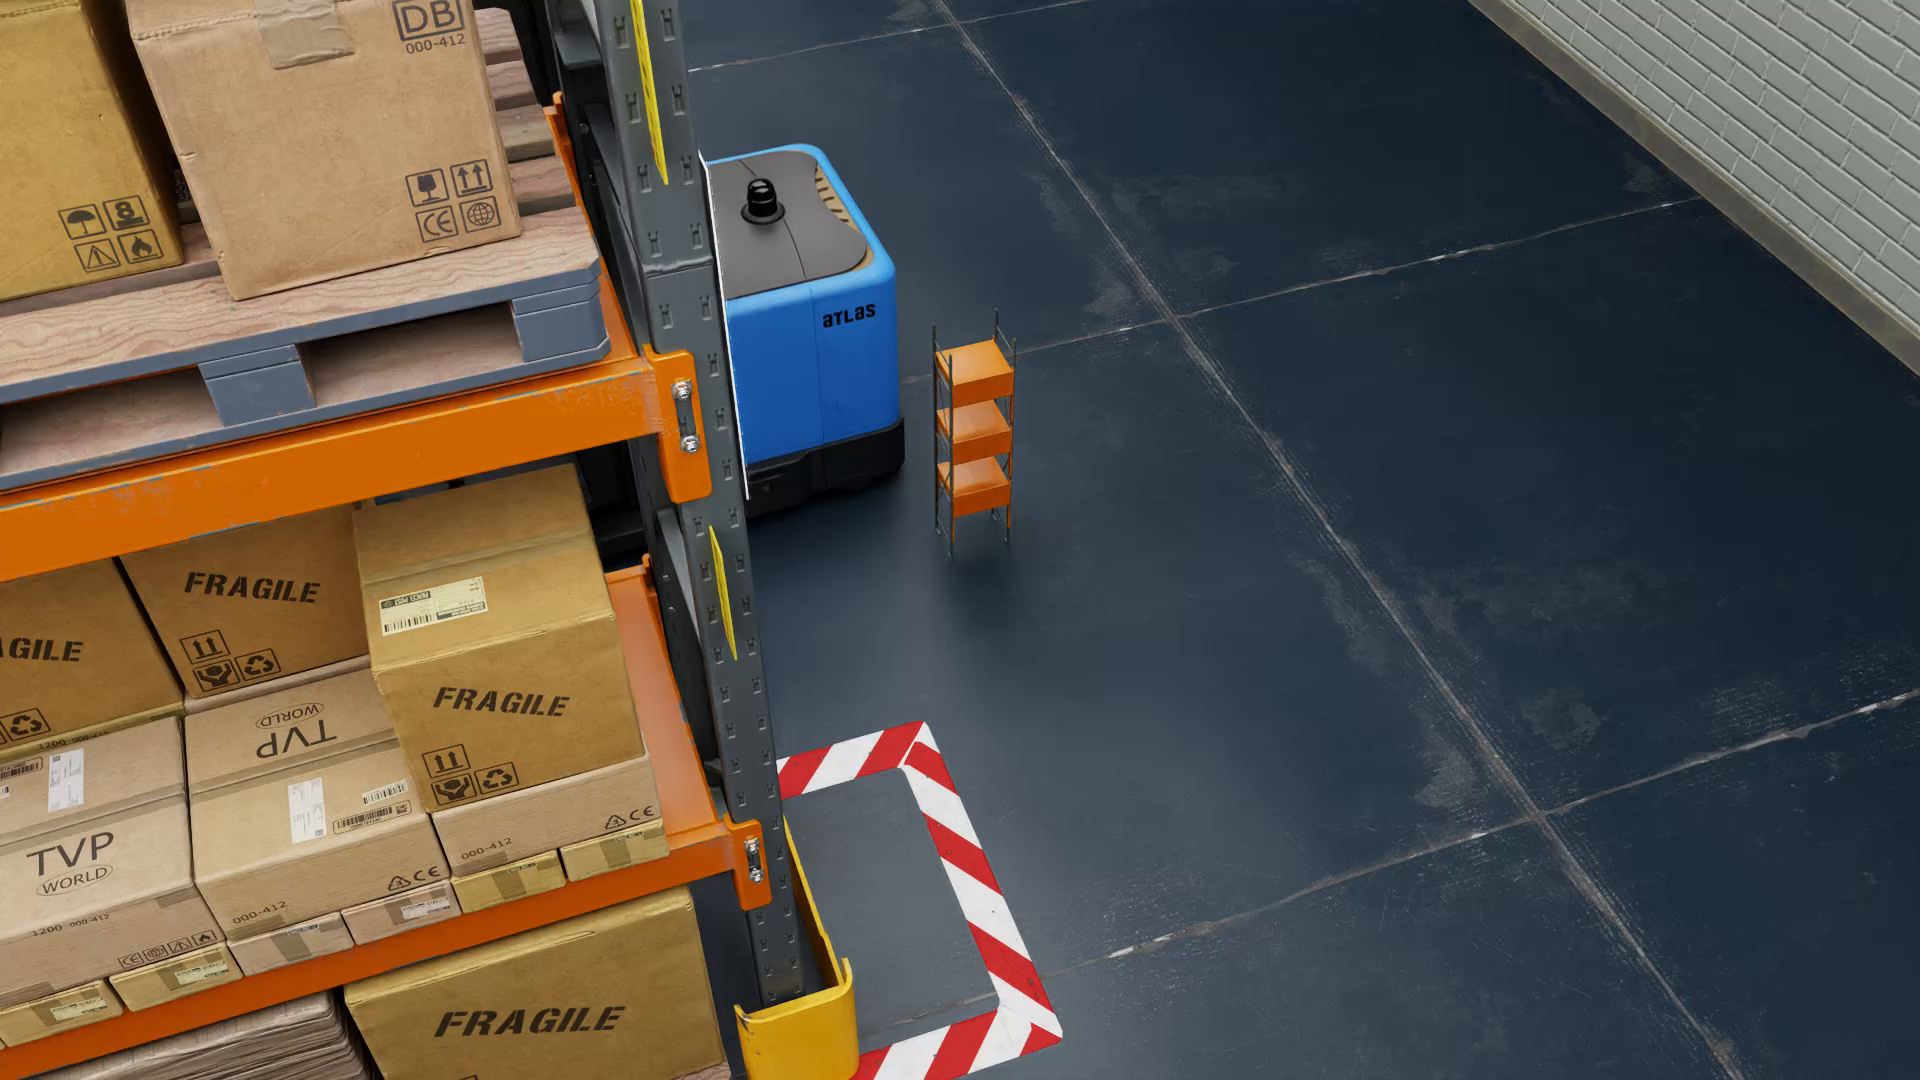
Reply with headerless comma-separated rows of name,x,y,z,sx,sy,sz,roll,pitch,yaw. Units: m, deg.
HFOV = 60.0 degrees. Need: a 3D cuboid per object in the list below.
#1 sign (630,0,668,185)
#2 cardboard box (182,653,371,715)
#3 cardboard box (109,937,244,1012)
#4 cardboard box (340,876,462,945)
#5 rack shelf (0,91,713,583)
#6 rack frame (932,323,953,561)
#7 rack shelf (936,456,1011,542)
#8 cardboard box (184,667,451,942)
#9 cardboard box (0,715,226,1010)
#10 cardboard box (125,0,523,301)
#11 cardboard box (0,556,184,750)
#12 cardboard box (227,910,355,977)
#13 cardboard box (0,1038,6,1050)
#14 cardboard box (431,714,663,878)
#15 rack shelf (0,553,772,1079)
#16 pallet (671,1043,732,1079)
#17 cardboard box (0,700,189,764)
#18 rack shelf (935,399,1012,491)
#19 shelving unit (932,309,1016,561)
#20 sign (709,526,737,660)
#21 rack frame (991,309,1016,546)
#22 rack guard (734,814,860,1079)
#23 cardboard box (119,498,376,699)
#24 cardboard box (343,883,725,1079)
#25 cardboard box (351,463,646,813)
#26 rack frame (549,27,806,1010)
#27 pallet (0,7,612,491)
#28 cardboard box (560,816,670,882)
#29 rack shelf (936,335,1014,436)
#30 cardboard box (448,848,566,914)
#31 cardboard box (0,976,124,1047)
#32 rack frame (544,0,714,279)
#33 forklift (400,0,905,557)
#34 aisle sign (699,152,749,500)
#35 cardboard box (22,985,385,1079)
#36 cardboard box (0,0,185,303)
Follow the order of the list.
sign,-0.503,-0.736,2.679,0.005,0.325,0.100,-14,47,-14
cardboard box,-1.704,0.255,4.274,0.500,0.250,0.500,-15,47,-14
cardboard box,-1.858,0.883,3.930,0.250,0.149,0.380,-15,47,-15
cardboard box,-1.379,0.760,4.053,0.250,0.149,0.380,-14,47,-14
rack shelf,-2.556,-0.082,3.104,4.000,0.370,1.077,-14,47,-14
rack frame,-0.064,-0.354,6.362,0.008,1.050,0.200,-14,47,-14
rack shelf,0.050,-0.180,6.595,0.240,0.259,0.215,-14,47,-14
cardboard box,-1.518,0.605,3.925,0.500,0.250,0.500,-15,47,-15
cardboard box,-1.996,0.728,3.803,0.500,0.250,0.500,-16,47,-15
cardboard box,-1.145,-0.875,2.949,0.500,0.500,0.700,-17,48,-16
cardboard box,-2.173,0.110,3.889,0.500,0.500,0.500,-16,47,-15
cardboard box,-1.614,0.819,3.993,0.250,0.149,0.380,-14,47,-13
cardboard box,-2.335,1.003,3.810,0.250,0.149,0.380,-13,47,-13
cardboard box,-1.040,0.484,4.046,0.500,0.250,0.500,-15,47,-14
rack shelf,-2.556,0.977,4.166,4.000,0.370,1.077,-14,47,-14
pallet,-1.400,1.471,5.135,1.213,0.211,1.003,-14,47,-14
cardboard box,-2.178,0.374,4.156,0.500,0.250,0.500,-16,47,-15
rack shelf,0.050,-0.376,6.398,0.240,0.259,0.215,-14,47,-14
shelving unit,0.050,-0.383,6.391,0.252,1.050,0.215,-14,47,-14
sign,-0.503,0.115,3.533,0.005,0.325,0.100,-14,47,-14
rack frame,0.165,-0.413,6.420,0.008,1.050,0.200,-14,47,-14
rack guard,-0.652,1.119,5.282,0.348,0.500,1.175,-14,47,-14
cardboard box,-1.688,-0.019,4.017,0.500,0.500,0.500,-15,47,-15
cardboard box,-1.249,1.051,4.788,0.875,0.875,0.875,-14,47,-14
cardboard box,-1.043,0.218,3.782,0.500,0.500,0.500,-14,47,-13
rack frame,-0.674,0.242,4.391,0.127,3.000,1.000,-14,47,-14
pallet,-1.369,-0.600,3.175,1.213,0.211,1.003,-14,47,-14
cardboard box,-0.898,0.636,4.176,0.250,0.149,0.380,-14,47,-13
rack shelf,0.050,-0.576,6.197,0.240,0.259,0.215,-14,47,-14
cardboard box,-1.142,0.700,4.112,0.250,0.149,0.380,-14,47,-13
cardboard box,-2.102,0.945,3.867,0.250,0.149,0.380,-14,47,-14
rack frame,-0.674,-1.875,2.266,0.127,3.000,1.000,-14,47,-14
forklift,-1.800,-1.233,5.910,3.031,2.935,1.130,-16,47,-15
aisle sign,-0.505,-0.493,3.288,0.004,0.787,0.394,-14,47,-14
cardboard box,-2.105,1.270,4.570,0.875,0.875,0.875,-14,47,-14
cardboard box,-1.716,-0.820,2.894,0.500,0.500,0.700,-16,47,-15
